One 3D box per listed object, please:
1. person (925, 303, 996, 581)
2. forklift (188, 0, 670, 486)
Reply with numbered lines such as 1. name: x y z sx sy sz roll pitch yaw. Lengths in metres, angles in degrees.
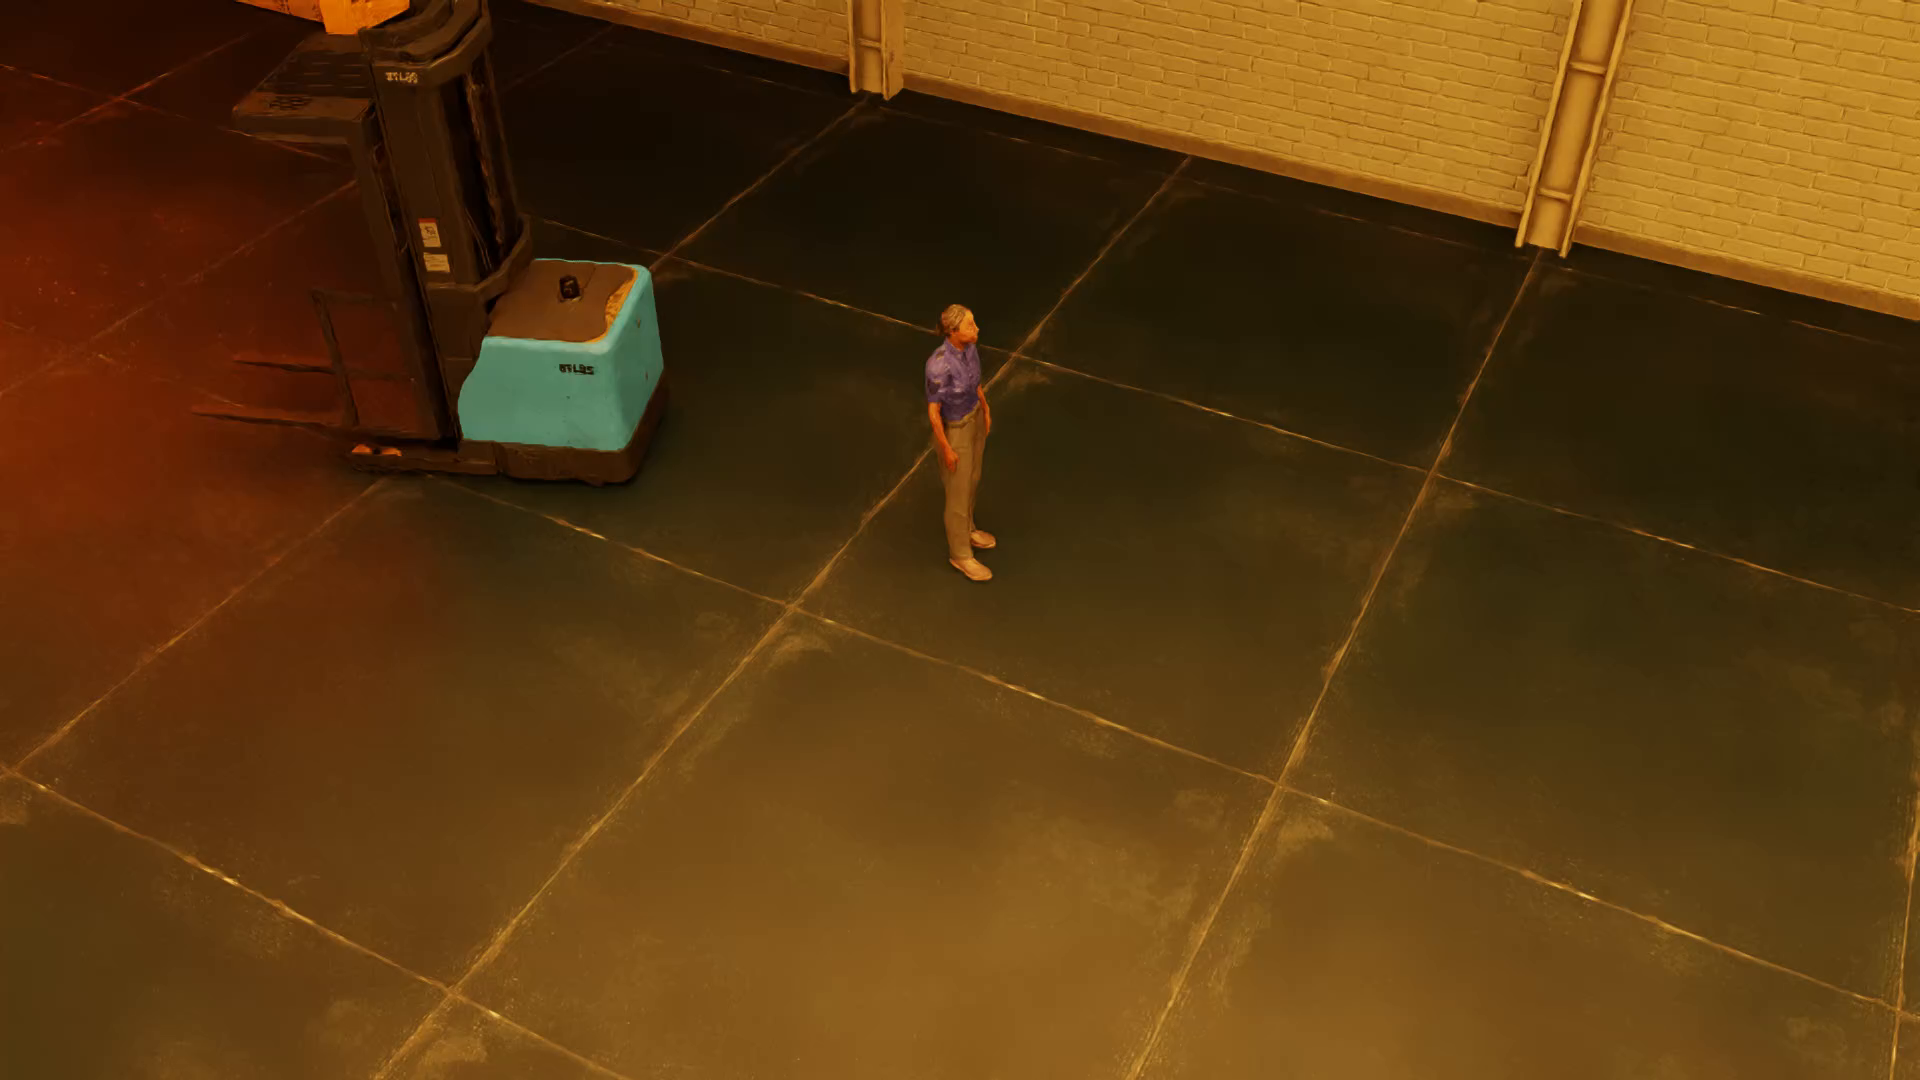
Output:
1. person: 0.069 -0.601 9.680 0.503 1.654 0.570 18 43 21
2. forklift: -3.528 -1.888 10.228 3.031 2.935 1.130 5 40 6
